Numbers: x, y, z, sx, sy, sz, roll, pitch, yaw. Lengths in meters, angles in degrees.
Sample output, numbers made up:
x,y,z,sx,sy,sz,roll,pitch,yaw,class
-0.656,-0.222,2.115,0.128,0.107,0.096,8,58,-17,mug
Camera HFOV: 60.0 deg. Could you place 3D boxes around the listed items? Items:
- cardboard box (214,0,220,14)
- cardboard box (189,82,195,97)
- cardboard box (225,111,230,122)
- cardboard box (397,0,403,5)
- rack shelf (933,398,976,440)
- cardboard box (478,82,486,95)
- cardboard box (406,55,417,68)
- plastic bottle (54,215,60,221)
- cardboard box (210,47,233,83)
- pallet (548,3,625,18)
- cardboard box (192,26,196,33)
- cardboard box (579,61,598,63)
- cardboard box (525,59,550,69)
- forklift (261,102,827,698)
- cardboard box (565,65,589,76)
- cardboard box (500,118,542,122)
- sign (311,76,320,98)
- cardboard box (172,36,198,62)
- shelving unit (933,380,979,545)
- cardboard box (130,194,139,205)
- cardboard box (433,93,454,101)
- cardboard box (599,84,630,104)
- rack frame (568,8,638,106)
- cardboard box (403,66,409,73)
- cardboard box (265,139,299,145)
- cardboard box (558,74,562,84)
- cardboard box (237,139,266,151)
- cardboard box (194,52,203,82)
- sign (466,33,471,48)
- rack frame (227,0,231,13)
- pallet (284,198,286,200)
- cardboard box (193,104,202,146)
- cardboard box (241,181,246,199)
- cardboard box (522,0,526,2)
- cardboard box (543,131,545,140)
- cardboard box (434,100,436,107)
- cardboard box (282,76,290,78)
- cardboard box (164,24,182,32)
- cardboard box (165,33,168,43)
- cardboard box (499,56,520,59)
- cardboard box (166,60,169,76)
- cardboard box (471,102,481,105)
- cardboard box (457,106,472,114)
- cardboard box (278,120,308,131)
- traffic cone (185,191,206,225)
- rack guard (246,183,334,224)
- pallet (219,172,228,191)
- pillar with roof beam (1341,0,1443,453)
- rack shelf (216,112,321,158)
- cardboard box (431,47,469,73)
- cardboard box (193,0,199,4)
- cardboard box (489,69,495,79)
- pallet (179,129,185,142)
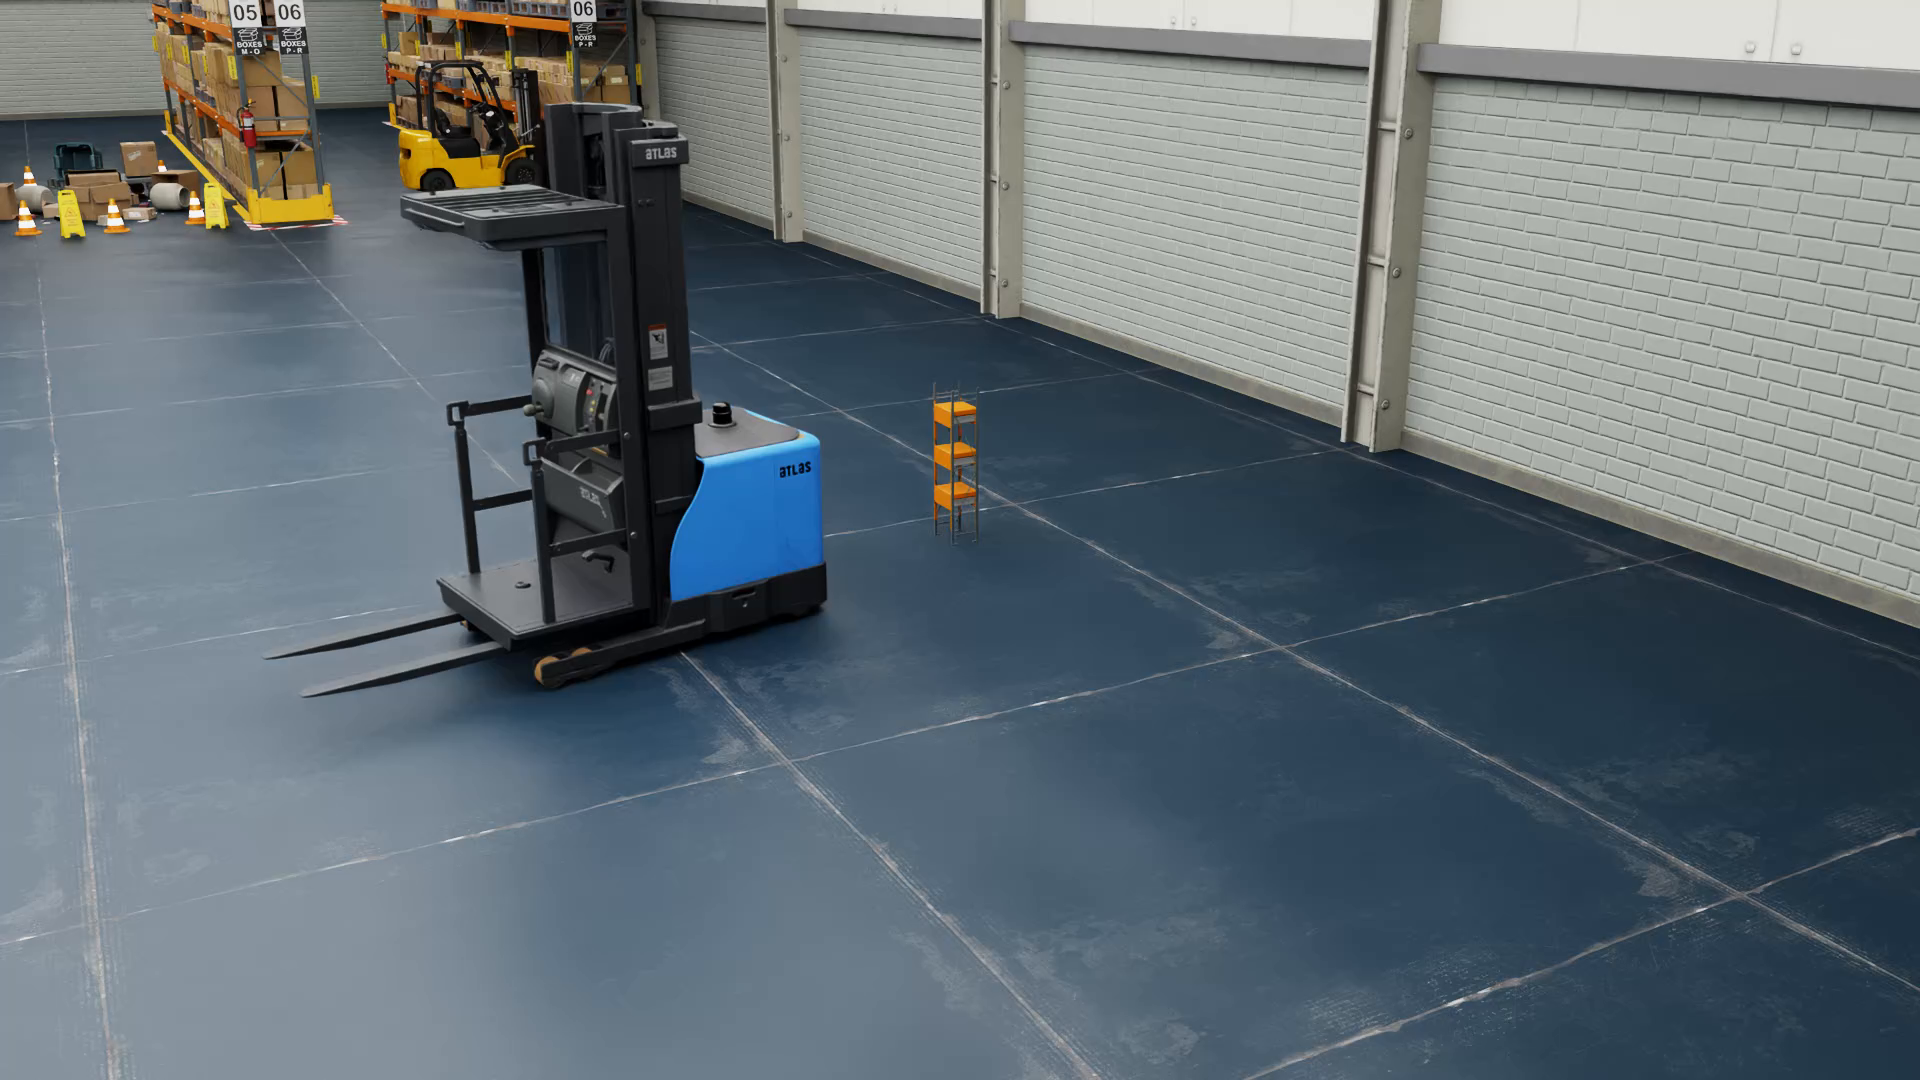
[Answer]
x,y,z,sx,sy,sz,roll,pitch,yaw,class
-11.041,-8.131,25.271,0.500,0.250,0.500,-9,21,-25,cardboard box
-14.340,-8.576,31.615,0.500,0.250,0.500,-11,22,-29,cardboard box
-11.505,-6.766,26.525,0.380,0.149,0.250,-10,21,-26,cardboard box
-12.592,-12.254,37.831,0.380,0.149,0.250,-10,21,-26,cardboard box
-0.025,-0.770,10.916,0.215,0.259,0.240,-10,21,-27,rack shelf
-9.024,-8.783,32.217,0.500,0.250,0.500,-11,22,-28,cardboard box
-12.337,-10.925,37.966,0.500,0.250,0.500,-10,21,-27,cardboard box
-13.613,-4.875,25.166,0.283,0.061,0.133,16,25,39,plastic bottle
-11.074,-7.295,25.532,0.700,0.500,0.500,-10,22,-27,cardboard box
-6.019,-8.598,26.987,1.003,0.211,1.213,-10,21,-27,pallet
-15.987,-10.785,35.108,0.380,0.149,0.250,-10,22,-27,cardboard box
-6.387,-8.087,28.366,0.380,0.149,0.250,-10,21,-26,cardboard box
-7.350,-8.297,28.975,0.380,0.149,0.250,-9,21,-25,cardboard box
-2.262,-0.791,8.929,3.031,2.935,1.130,-14,24,-36,forklift
-6.206,-7.646,27.086,0.380,0.149,0.250,-10,21,-27,cardboard box
-8.583,-7.827,32.211,0.875,0.625,0.625,-11,22,-29,cardboard box
-9.595,-6.738,24.733,0.100,0.325,0.005,-10,21,-27,sign
-15.549,-9.897,33.529,0.500,0.500,0.500,-10,21,-27,cardboard box
-0.025,-0.512,11.005,0.215,1.050,0.252,-10,21,-27,shelving unit
-13.474,-5.534,26.763,0.396,0.266,0.258,7,20,20,cardboard box
-11.302,-9.712,36.418,0.380,0.149,0.250,-11,22,-29,cardboard box
-5.697,-7.247,27.382,0.500,0.500,0.500,-9,21,-25,cardboard box
-5.706,-7.015,26.862,1.000,3.000,0.127,-10,21,-27,rack frame
-12.678,-10.902,38.513,0.380,0.149,0.250,-9,21,-25,cardboard box
-10.968,-6.226,26.998,0.500,0.500,0.500,-9,21,-24,cardboard box
-6.442,-7.651,27.556,0.380,0.149,0.250,-10,21,-27,cardboard box
-10.916,-6.089,25.607,0.380,0.149,0.250,-9,21,-25,cardboard box
-13.608,-8.614,30.244,0.500,0.500,0.500,-9,21,-24,cardboard box
-10.917,-11.094,36.908,0.100,0.325,0.005,-10,21,-27,sign
-10.072,-9.081,23.652,1.000,3.000,0.127,-10,21,-27,rack frame
-10.463,-5.187,25.841,1.003,0.211,1.213,-10,21,-27,pallet
-14.970,-8.460,33.664,0.875,0.875,0.875,-9,21,-25,cardboard box
-10.932,-5.484,25.997,0.500,0.250,0.500,-10,21,-26,cardboard box
-7.294,-9.312,28.508,0.380,0.149,0.250,-9,21,-25,cardboard box
-6.929,-6.906,28.584,0.500,0.250,0.500,-10,22,-28,cardboard box
-11.468,-9.639,36.661,0.380,0.149,0.250,-9,21,-24,cardboard box
-11.041,-7.197,26.781,0.500,0.500,0.500,-9,21,-25,cardboard box
-16.878,-11.000,35.732,0.380,0.149,0.250,-10,21,-27,cardboard box
-16.472,-10.449,35.129,0.500,0.500,0.500,-10,22,-27,cardboard box
-8.880,-9.462,32.805,0.380,0.149,0.250,-10,21,-27,cardboard box
-16.952,-10.272,36.148,0.500,0.500,0.500,-9,21,-25,cardboard box
-10.323,-9.357,35.844,0.380,0.149,0.250,-10,21,-26,cardboard box
-10.291,-8.976,34.740,0.380,0.149,0.250,-9,21,-25,cardboard box
-10.051,-6.256,25.047,0.380,0.149,0.250,-10,21,-26,cardboard box
-11.412,-4.969,24.823,0.336,0.463,0.334,-10,21,-27,traffic cone
-10.108,-5.085,25.102,1.175,0.500,0.348,-10,21,-27,rack guard
-12.343,-6.298,29.060,1.003,0.211,1.213,-10,21,-27,pallet
-0.484,-4.356,9.960,9.100,9.000,0.400,-10,21,-27,pillar with roof beam
-11.022,-6.479,26.412,1.077,0.370,4.000,-10,21,-27,rack shelf
-10.753,-10.158,35.174,0.700,0.500,0.500,-10,21,-27,cardboard box
-13.430,-9.733,29.988,0.700,0.500,0.500,-10,21,-27,cardboard box
-8.552,-8.724,31.279,0.500,0.250,0.500,-10,21,-26,cardboard box
-16.646,-8.953,36.753,1.003,0.211,1.213,-10,21,-27,pallet
